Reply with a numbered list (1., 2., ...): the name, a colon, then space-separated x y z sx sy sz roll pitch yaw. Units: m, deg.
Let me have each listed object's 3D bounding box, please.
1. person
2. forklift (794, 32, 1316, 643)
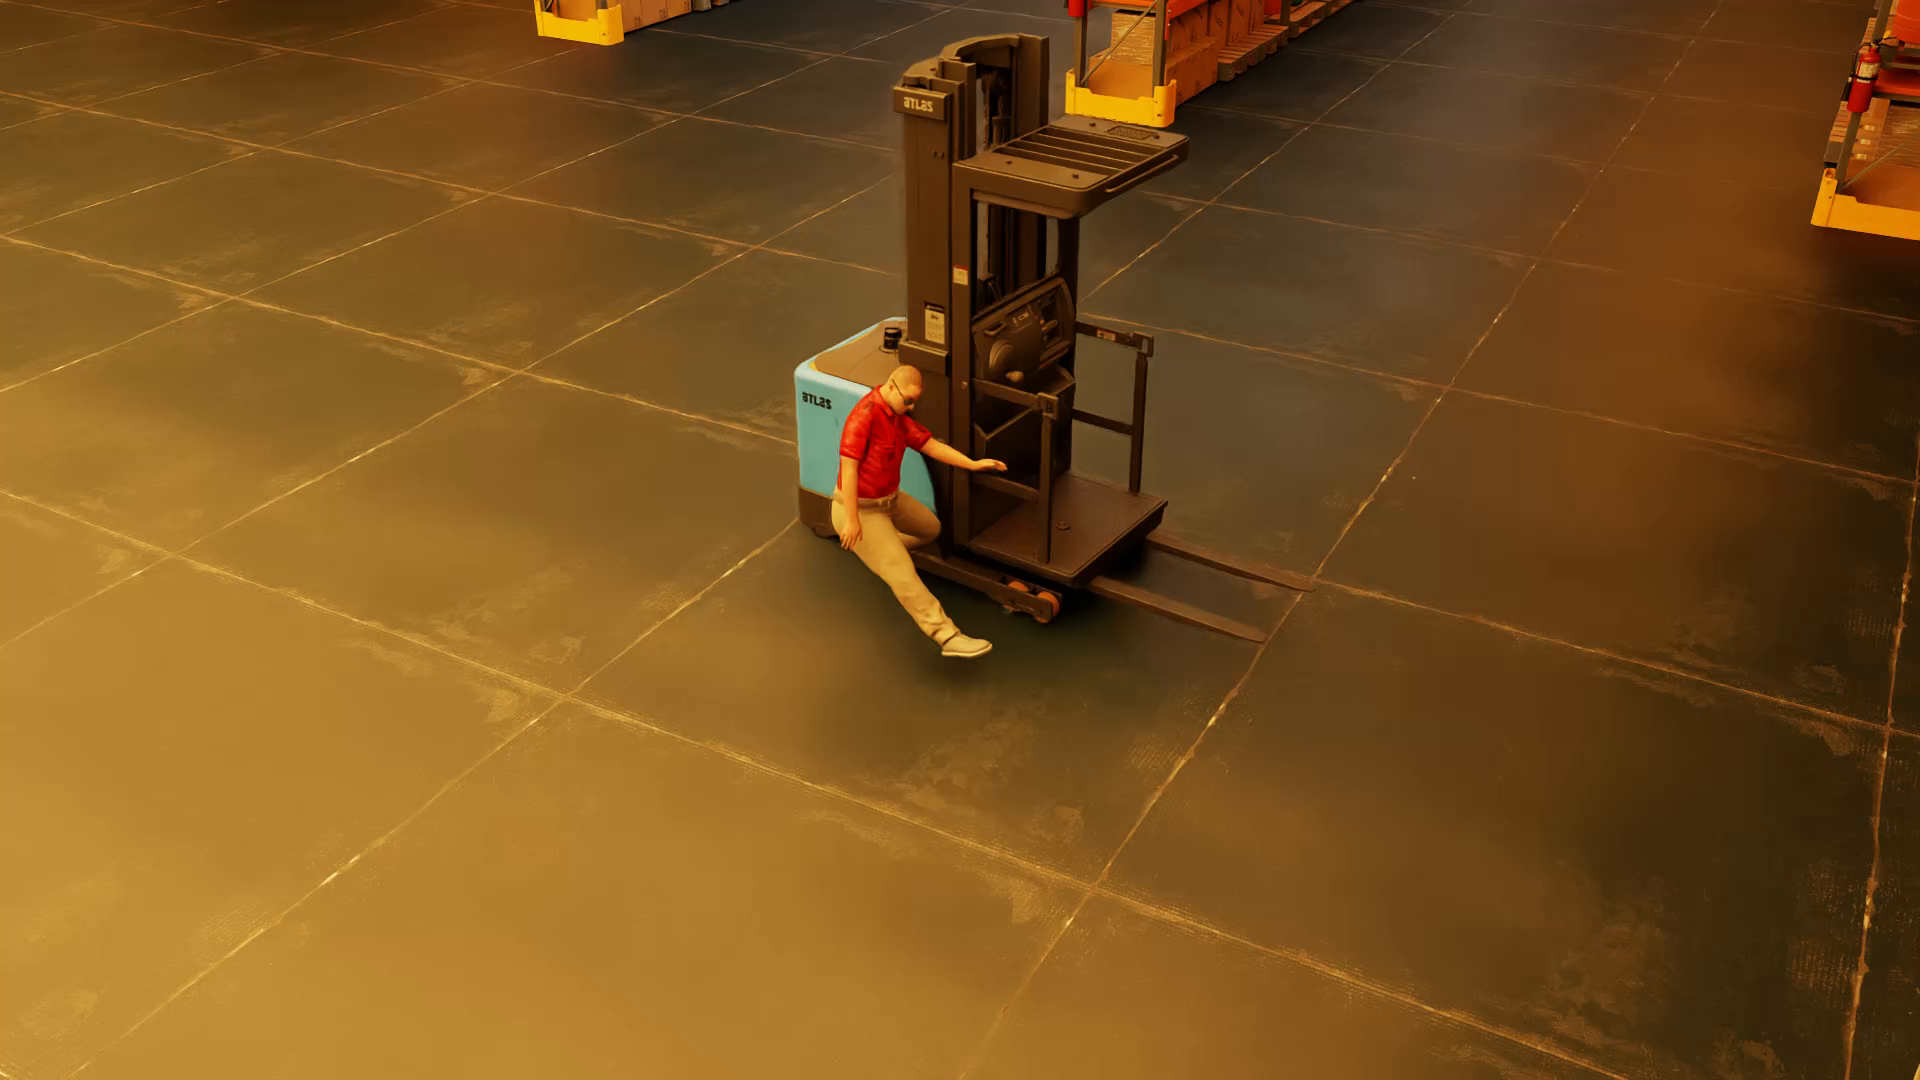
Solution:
1. person: -0.147 -0.231 8.830 1.108 1.425 1.045 15 33 23
2. forklift: 0.523 -1.115 9.003 3.031 2.935 1.130 19 35 30
